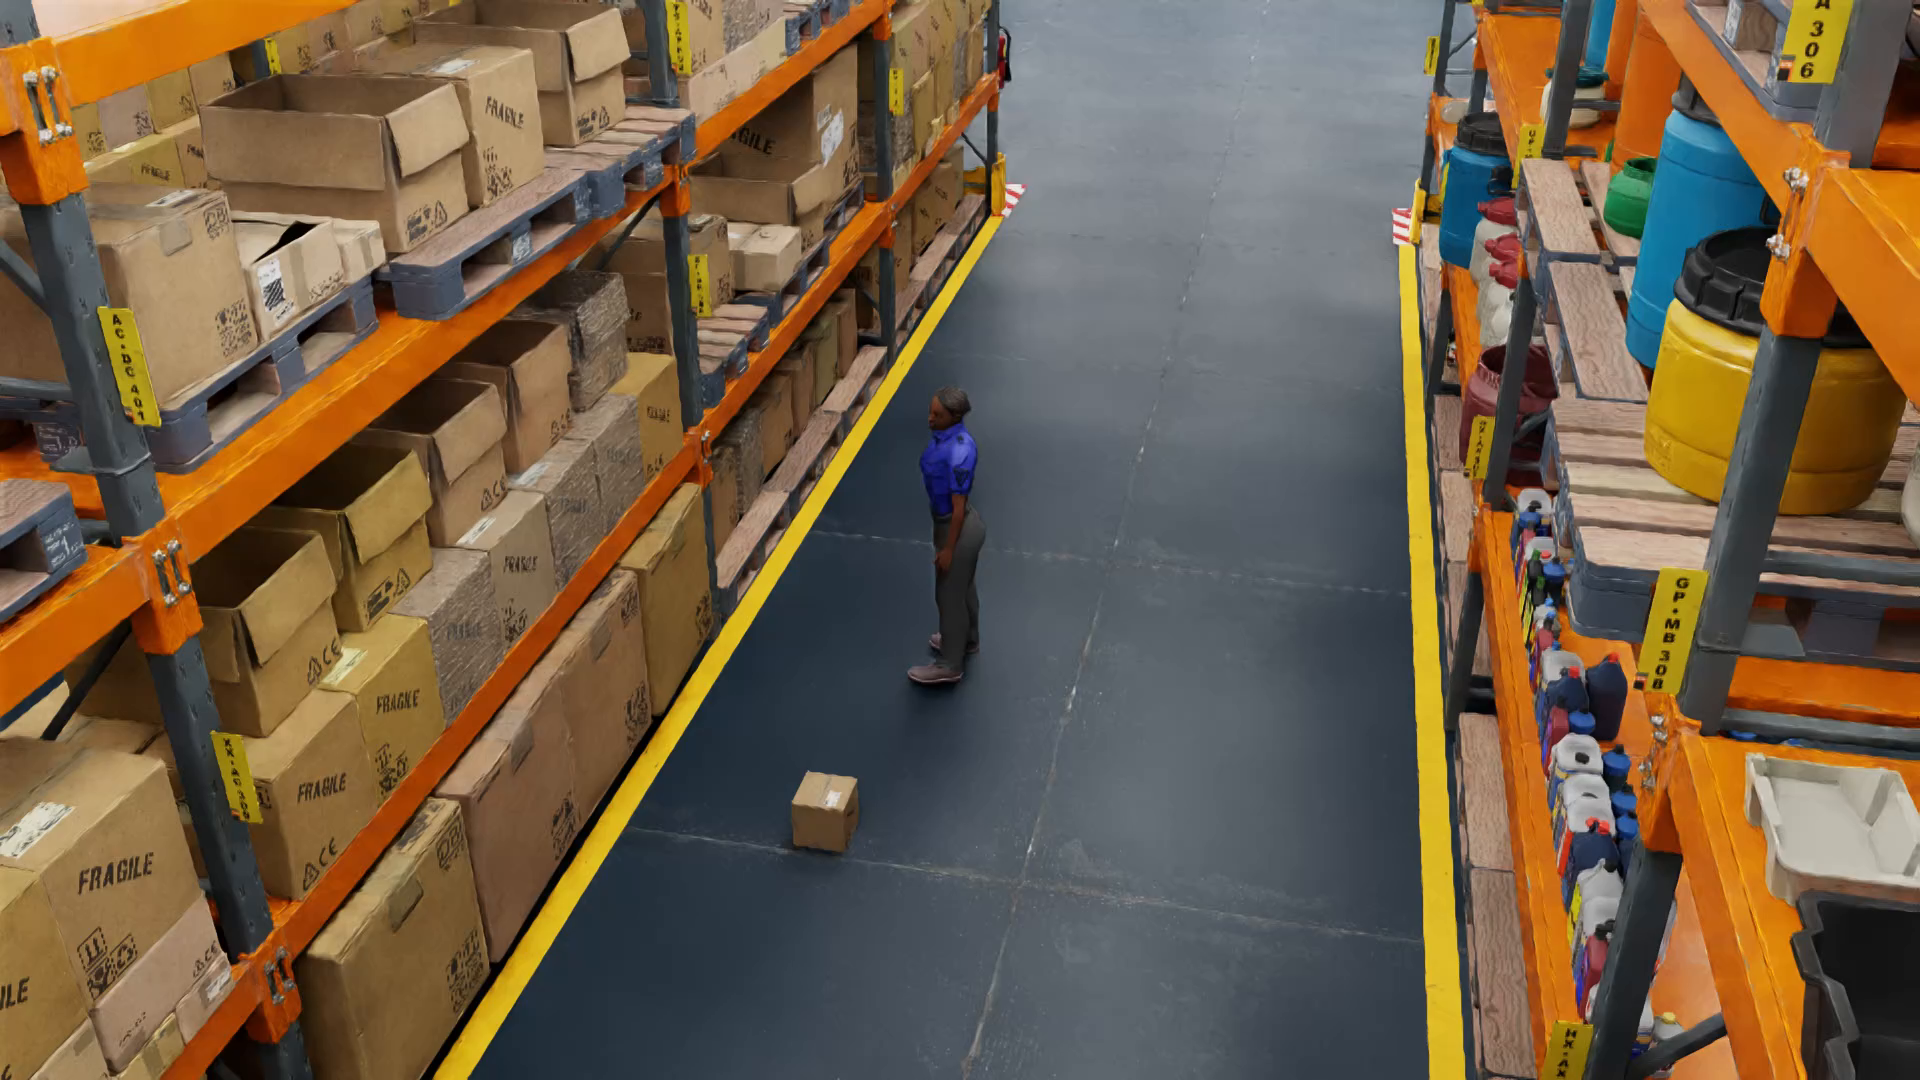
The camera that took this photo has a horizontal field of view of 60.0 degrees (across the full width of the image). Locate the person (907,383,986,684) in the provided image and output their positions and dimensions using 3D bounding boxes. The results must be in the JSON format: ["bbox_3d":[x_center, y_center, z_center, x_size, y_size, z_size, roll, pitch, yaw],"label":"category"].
[{"bbox_3d":[-0.088,-0.045,8.646,0.437,1.666,0.535,-5,29,-8],"label":"person"}]
